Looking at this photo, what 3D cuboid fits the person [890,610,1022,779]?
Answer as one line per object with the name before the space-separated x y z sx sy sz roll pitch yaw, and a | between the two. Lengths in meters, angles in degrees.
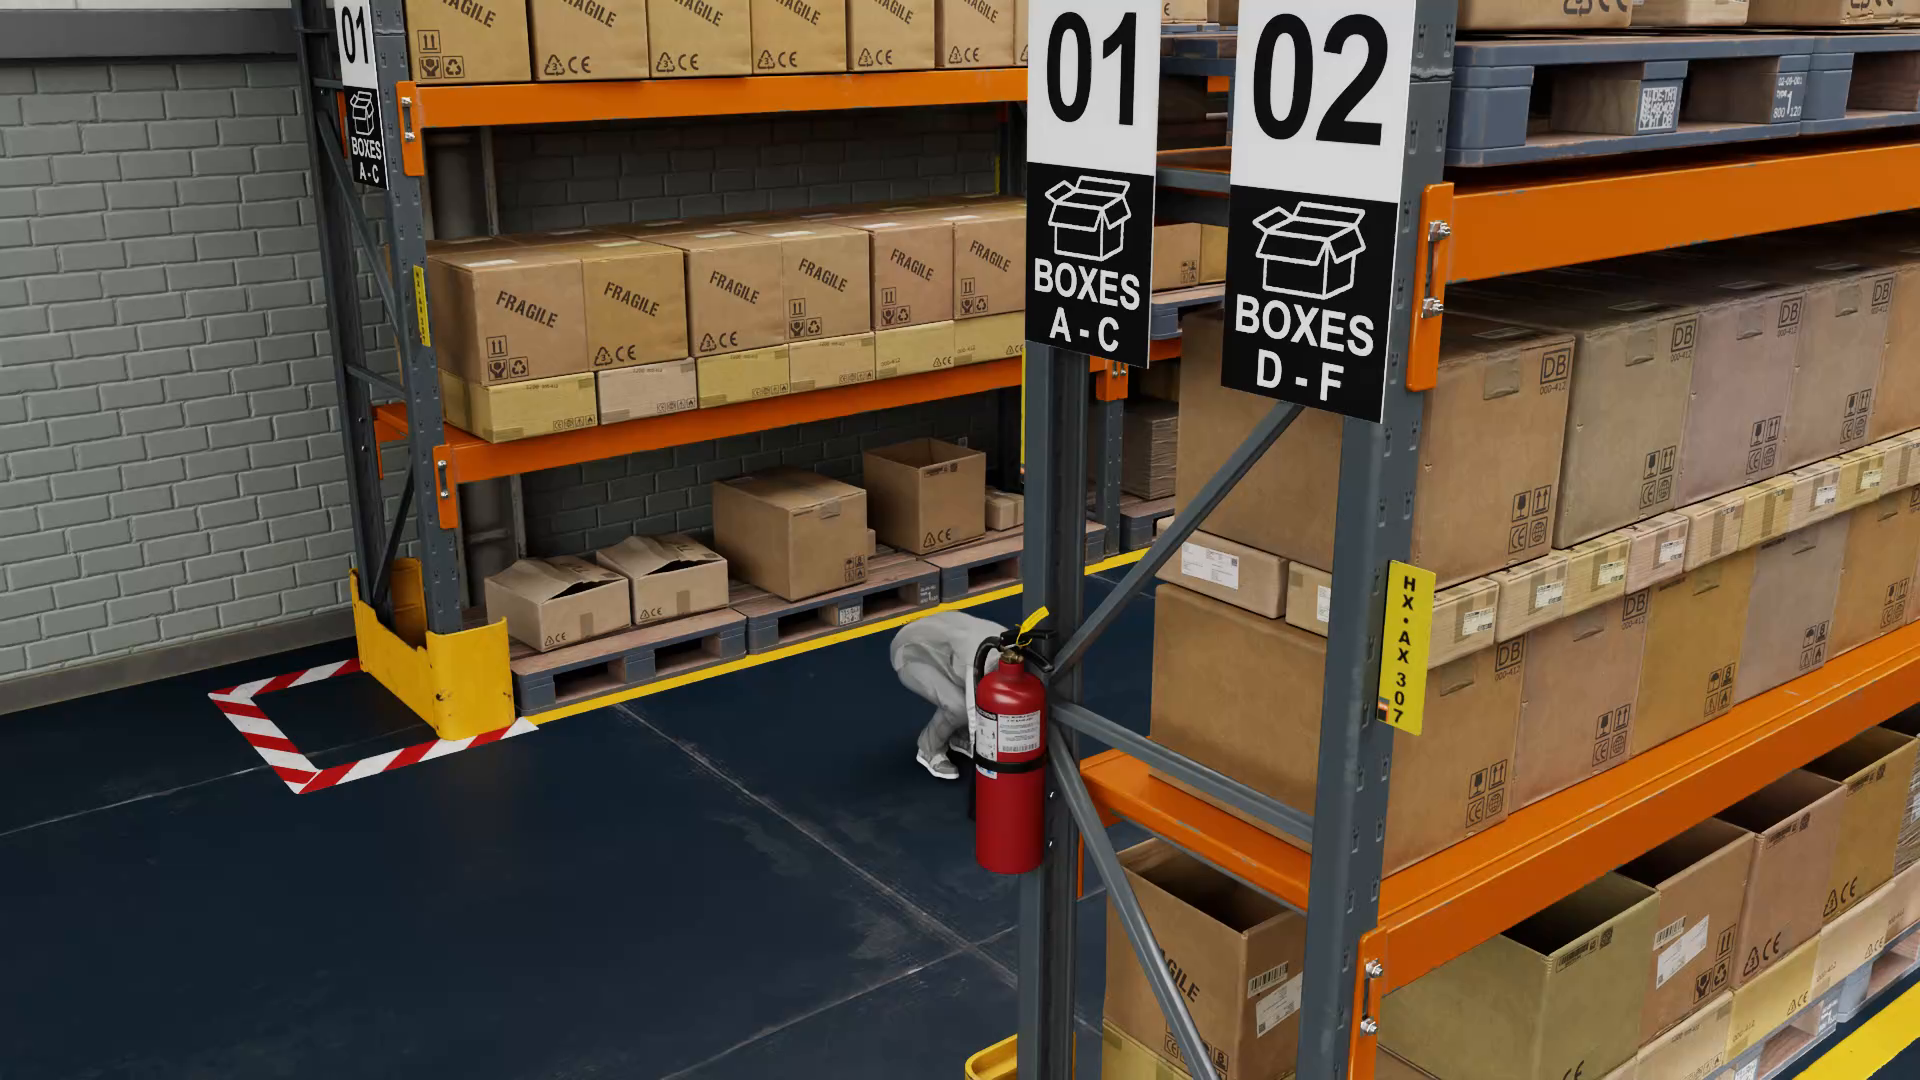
person | 0.061 0.676 6.987 0.417 0.703 0.864 -14 23 -37
